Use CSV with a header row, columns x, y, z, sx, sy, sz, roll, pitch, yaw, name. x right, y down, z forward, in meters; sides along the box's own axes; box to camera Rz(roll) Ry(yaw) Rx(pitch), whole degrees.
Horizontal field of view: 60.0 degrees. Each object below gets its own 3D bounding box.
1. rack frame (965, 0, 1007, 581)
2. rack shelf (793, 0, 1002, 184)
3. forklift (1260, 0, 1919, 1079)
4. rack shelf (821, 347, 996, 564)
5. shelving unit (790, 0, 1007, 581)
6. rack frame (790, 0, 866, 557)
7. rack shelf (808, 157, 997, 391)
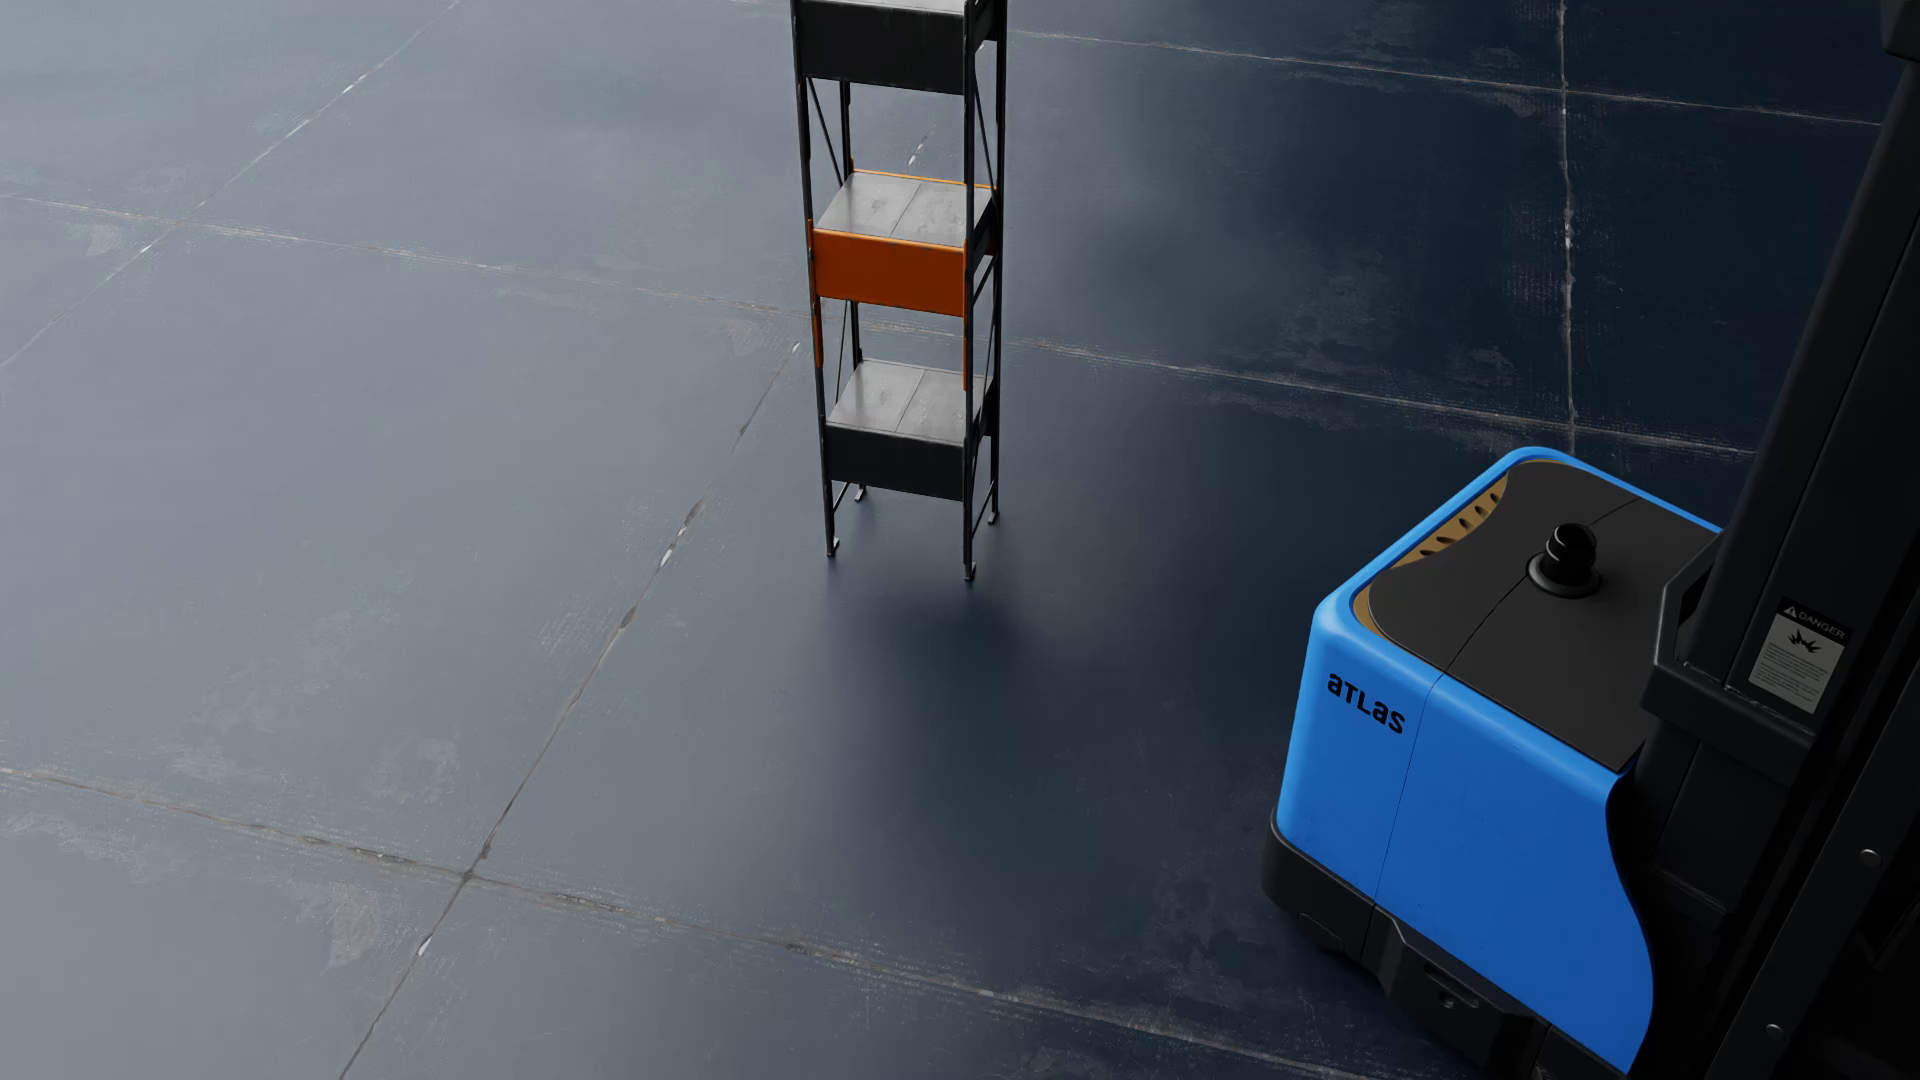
x,y,z,sx,sy,sz,roll,pitch,yaw,name
0.076,-0.791,5.059,0.015,2.100,0.400,10,41,11,rack frame
-0.160,-1.357,4.666,0.480,0.518,0.431,10,41,11,rack shelf
2.210,0.319,3.091,1.130,2.935,3.031,-32,50,-33,forklift
-0.160,-0.285,5.566,0.480,0.518,0.431,10,41,11,rack shelf
-0.160,-0.832,5.107,0.503,2.100,0.431,10,41,11,shelving unit
-0.396,-0.872,5.156,0.015,2.100,0.400,10,41,11,rack frame
-0.160,-0.821,5.116,0.480,0.518,0.431,10,41,11,rack shelf
